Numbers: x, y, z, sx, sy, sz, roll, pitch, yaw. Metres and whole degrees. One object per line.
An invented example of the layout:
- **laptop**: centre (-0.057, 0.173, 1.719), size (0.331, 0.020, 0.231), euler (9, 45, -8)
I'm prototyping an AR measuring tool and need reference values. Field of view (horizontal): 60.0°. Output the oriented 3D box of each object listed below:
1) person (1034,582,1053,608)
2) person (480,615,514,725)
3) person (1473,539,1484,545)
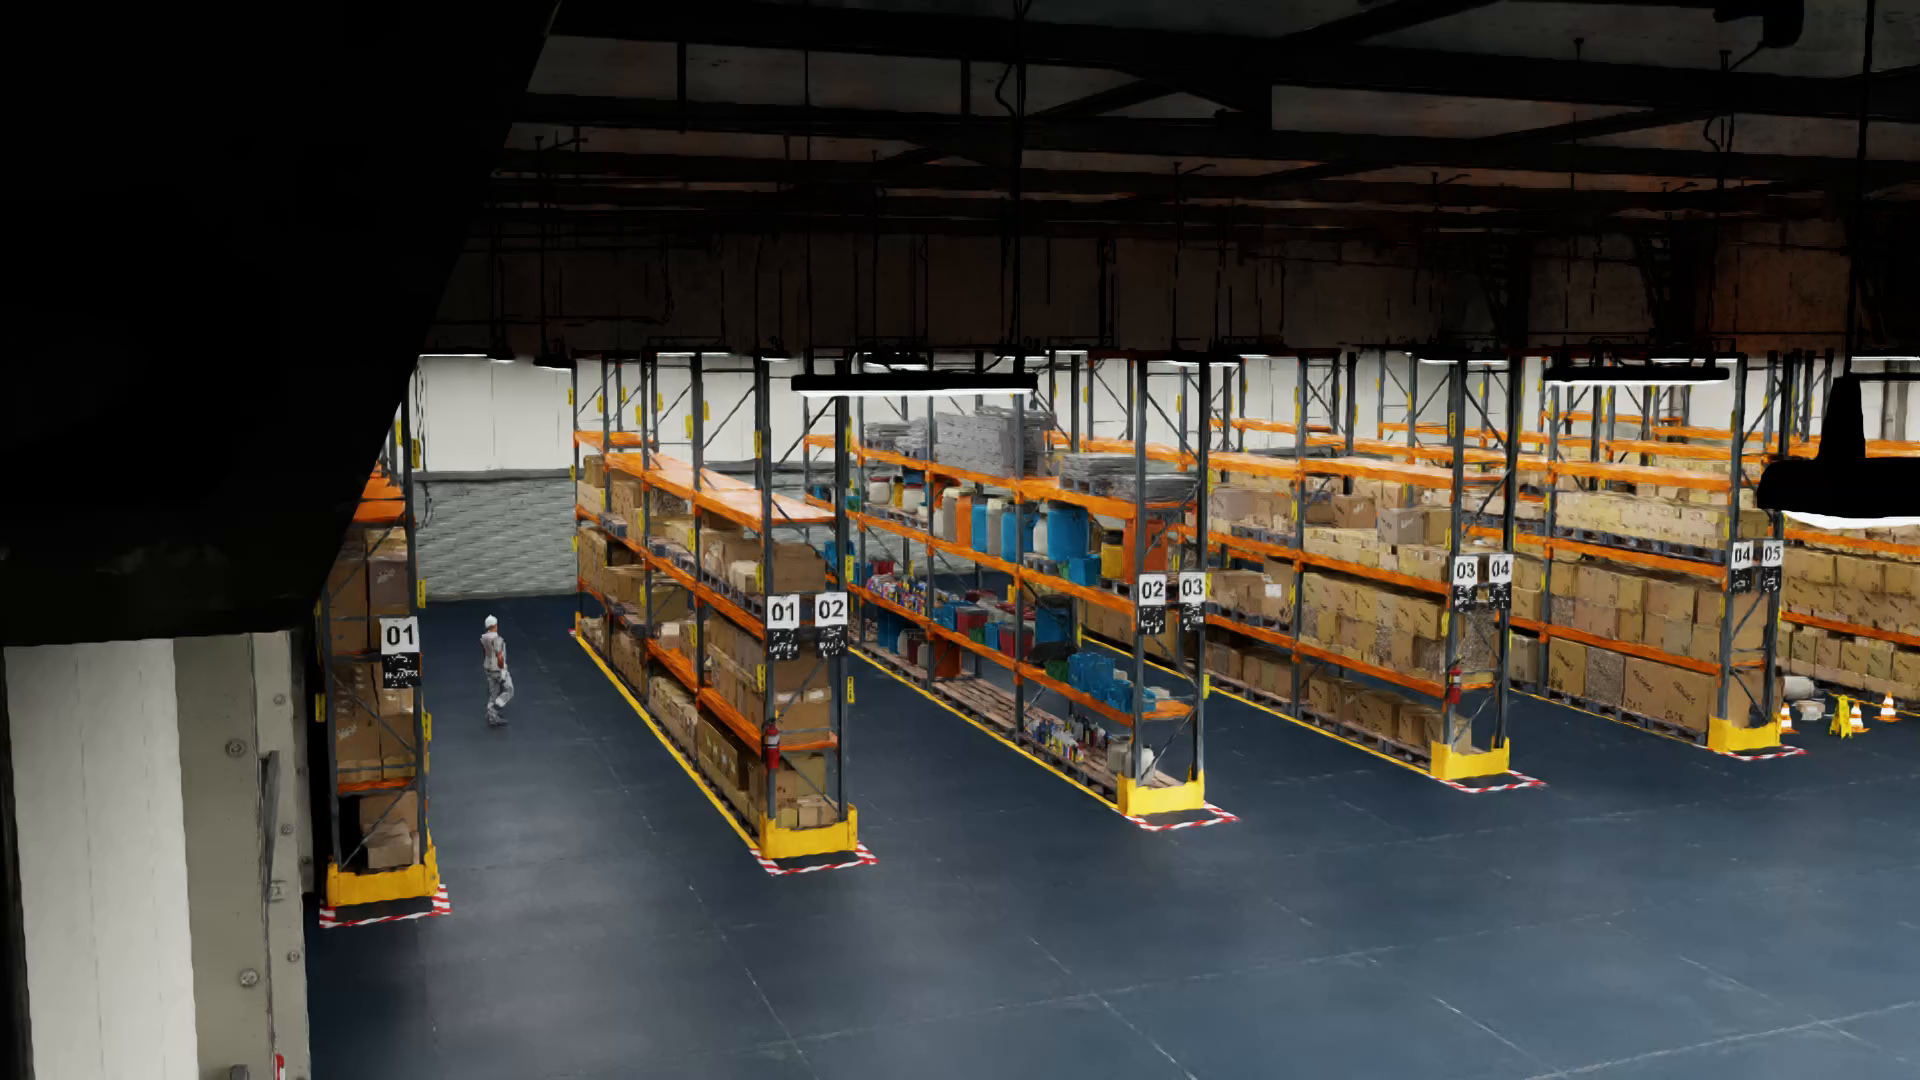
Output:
- **person**: centre (1.738, 1.297, 34.049), size (0.448, 1.590, 1.110), euler (-2, 7, -18)
- **person**: centre (-7.523, 2.106, 26.883), size (0.598, 1.786, 0.444), euler (7, 10, 44)
- **person**: centre (11.445, 0.860, 36.881), size (0.597, 1.763, 0.690), euler (0, 7, -3)
